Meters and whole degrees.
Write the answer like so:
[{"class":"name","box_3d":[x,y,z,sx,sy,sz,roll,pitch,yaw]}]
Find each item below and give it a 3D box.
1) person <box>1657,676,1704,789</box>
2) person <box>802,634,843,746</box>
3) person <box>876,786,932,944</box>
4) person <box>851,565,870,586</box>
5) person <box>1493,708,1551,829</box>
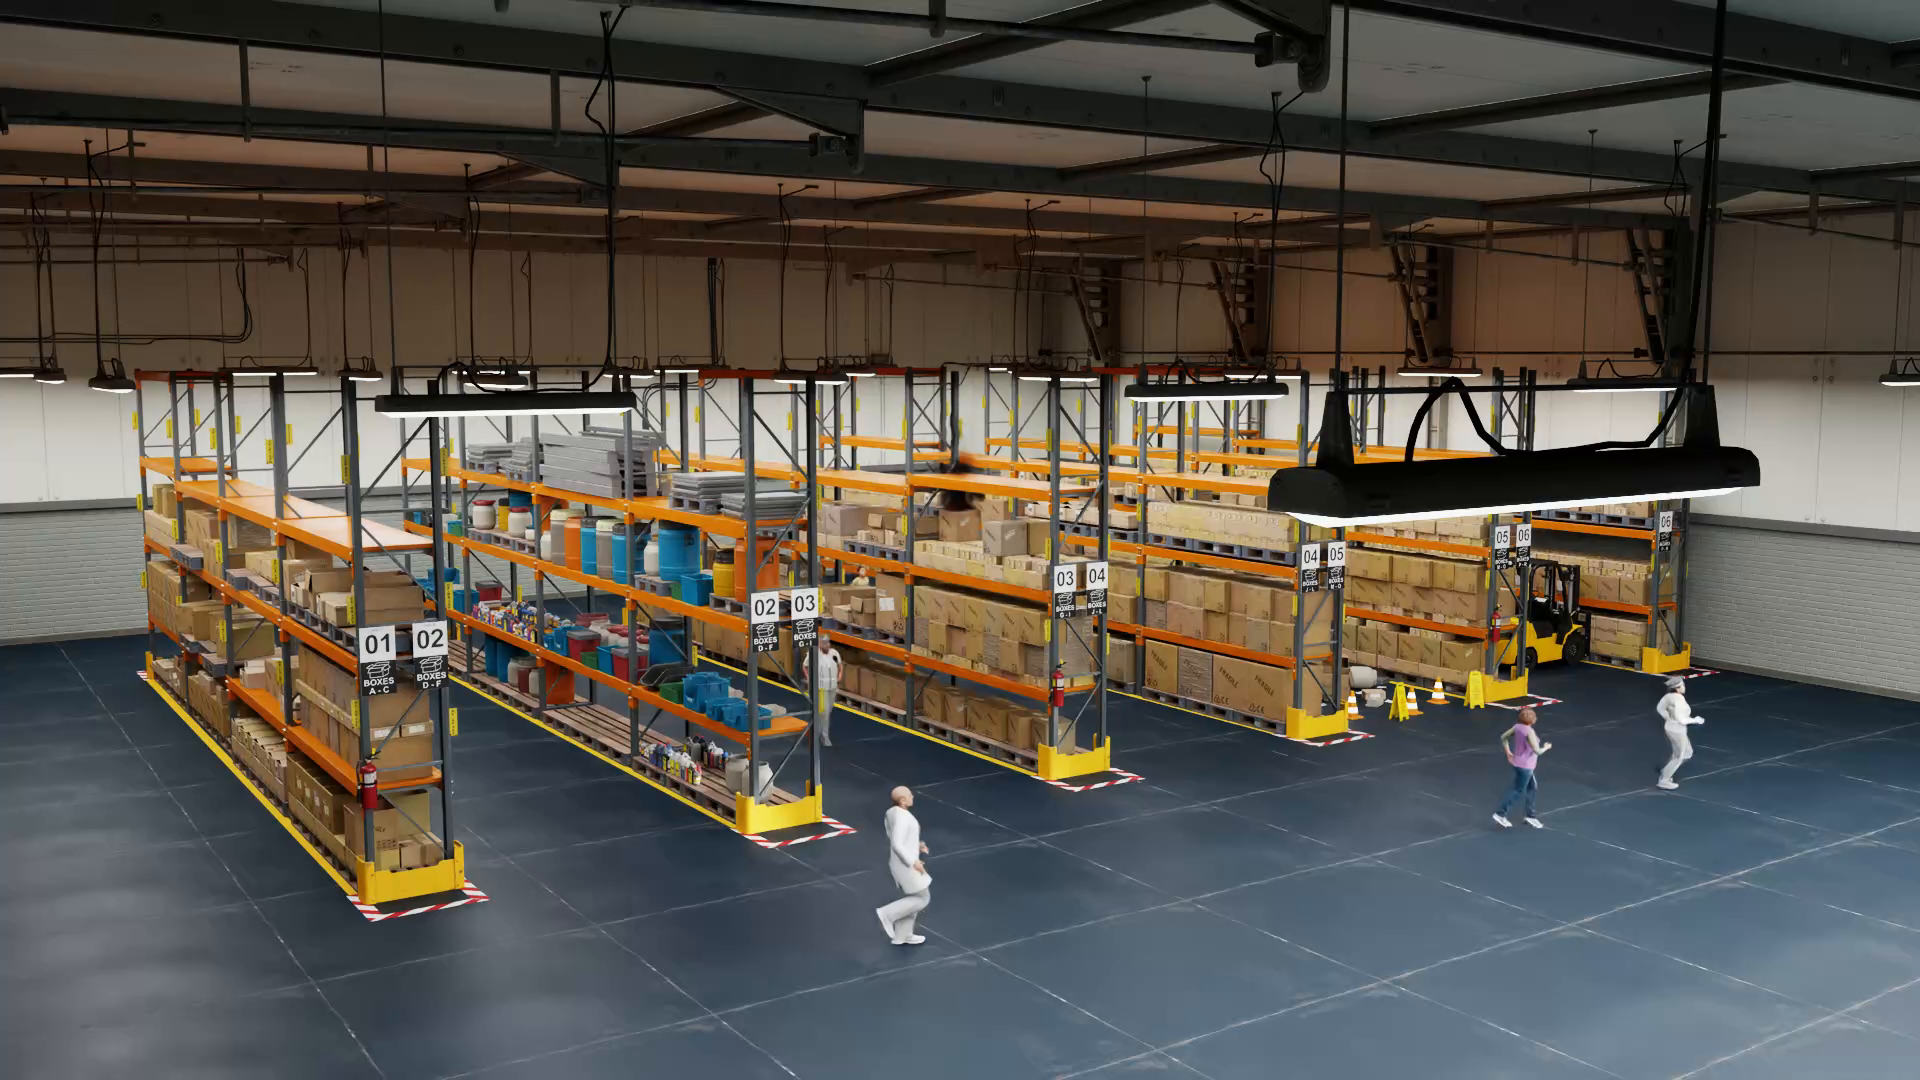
[{"class":"person","box_3d":[10.439,2.783,24.092,0.576,1.661,0.599,1,7,9]},{"class":"person","box_3d":[-2.227,2.407,27.095,0.675,1.845,0.793,-4,8,-33]},{"class":"person","box_3d":[-0.608,3.477,17.758,0.637,1.732,0.710,-2,7,-15]},{"class":"person","box_3d":[-2.139,1.377,36.339,0.571,1.659,0.967,-4,7,-31]},{"class":"person","box_3d":[7.451,3.045,22.043,0.770,1.649,0.530,0,6,-2]}]
